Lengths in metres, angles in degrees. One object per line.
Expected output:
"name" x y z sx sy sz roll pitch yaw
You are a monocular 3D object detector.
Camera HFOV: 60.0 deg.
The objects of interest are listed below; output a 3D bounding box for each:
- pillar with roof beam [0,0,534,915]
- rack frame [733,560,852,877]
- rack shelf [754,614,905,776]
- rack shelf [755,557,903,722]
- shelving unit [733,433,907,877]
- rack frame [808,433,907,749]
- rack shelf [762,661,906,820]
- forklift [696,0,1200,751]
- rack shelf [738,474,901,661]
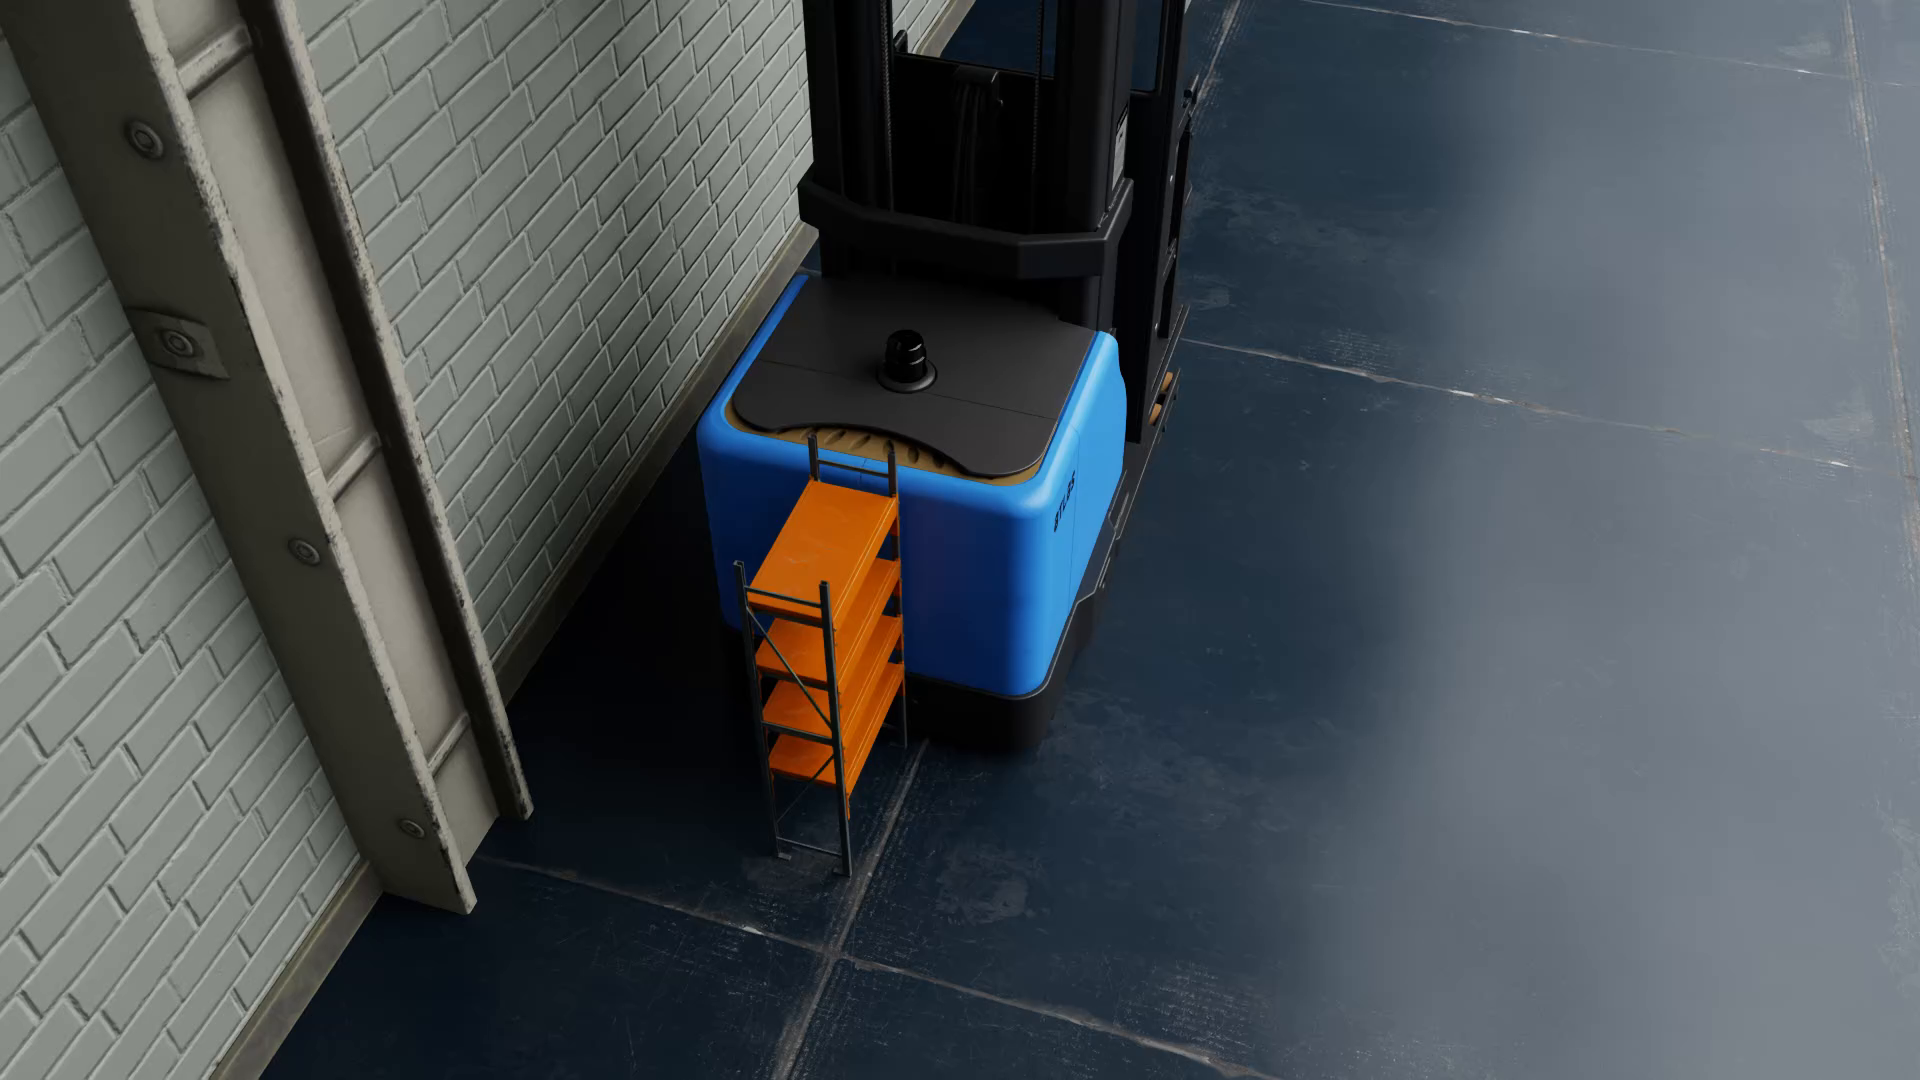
"pillar with roof beam" 2.634 -1.414 0.761 9.100 9.000 0.400 13 46 13
"rack frame" -0.426 0.508 4.373 0.240 1.200 0.015 13 46 12
"rack shelf" -0.352 0.393 4.587 0.258 0.148 0.480 13 46 12
"rack shelf" -0.352 0.233 4.430 0.258 0.148 0.480 13 46 12
"shelving unit" -0.352 0.345 4.540 0.258 1.200 0.503 13 46 12
"rack frame" -0.279 0.182 4.706 0.240 1.200 0.015 13 46 12
"rack shelf" -0.352 0.535 4.726 0.258 0.148 0.480 13 46 12
"forklift" 0.189 -1.462 5.149 1.130 2.935 3.031 13 46 13
"rack shelf" -0.352 0.064 4.265 0.258 0.148 0.480 13 46 12
